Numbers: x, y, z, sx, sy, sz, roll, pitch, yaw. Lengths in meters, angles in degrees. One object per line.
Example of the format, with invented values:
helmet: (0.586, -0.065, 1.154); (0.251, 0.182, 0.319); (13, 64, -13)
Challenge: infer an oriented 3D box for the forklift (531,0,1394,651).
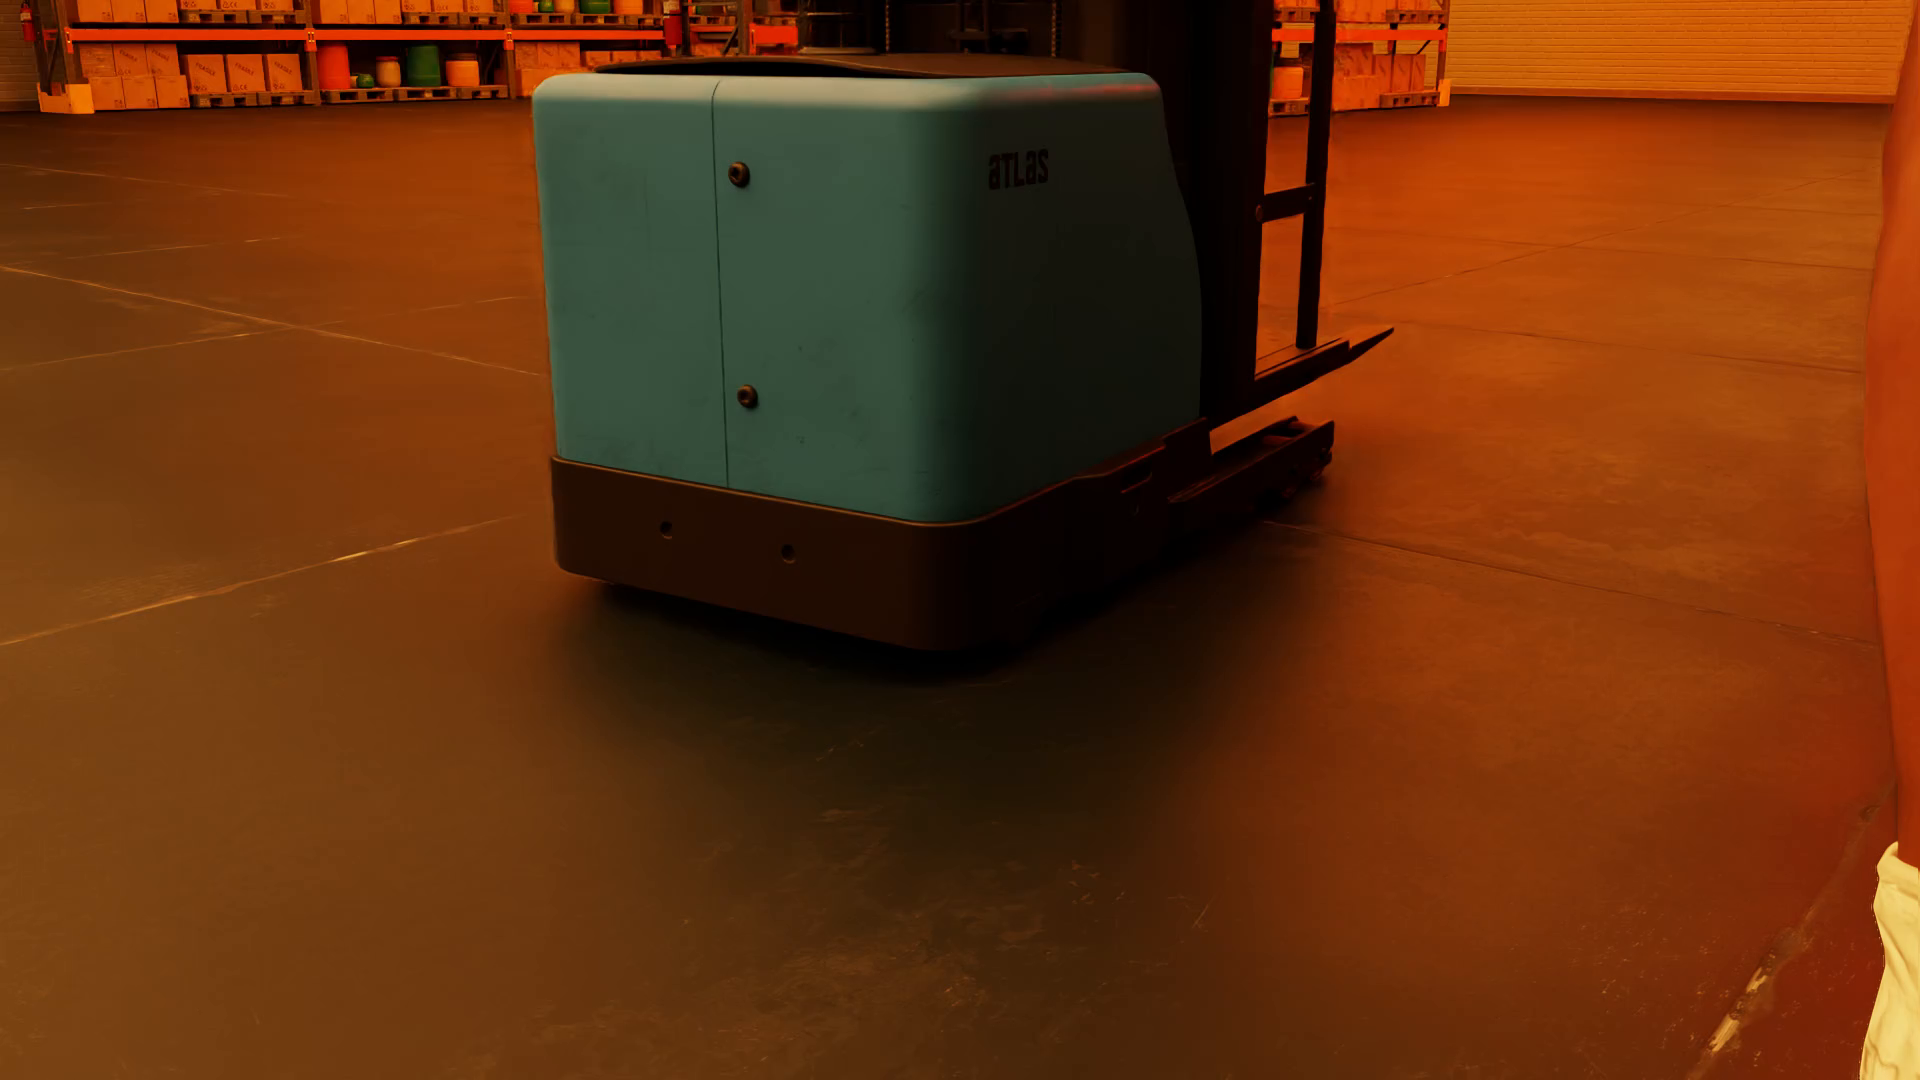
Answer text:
forklift: (0.349, -1.573, 4.077); (1.130, 2.935, 3.031); (10, 20, 30)
